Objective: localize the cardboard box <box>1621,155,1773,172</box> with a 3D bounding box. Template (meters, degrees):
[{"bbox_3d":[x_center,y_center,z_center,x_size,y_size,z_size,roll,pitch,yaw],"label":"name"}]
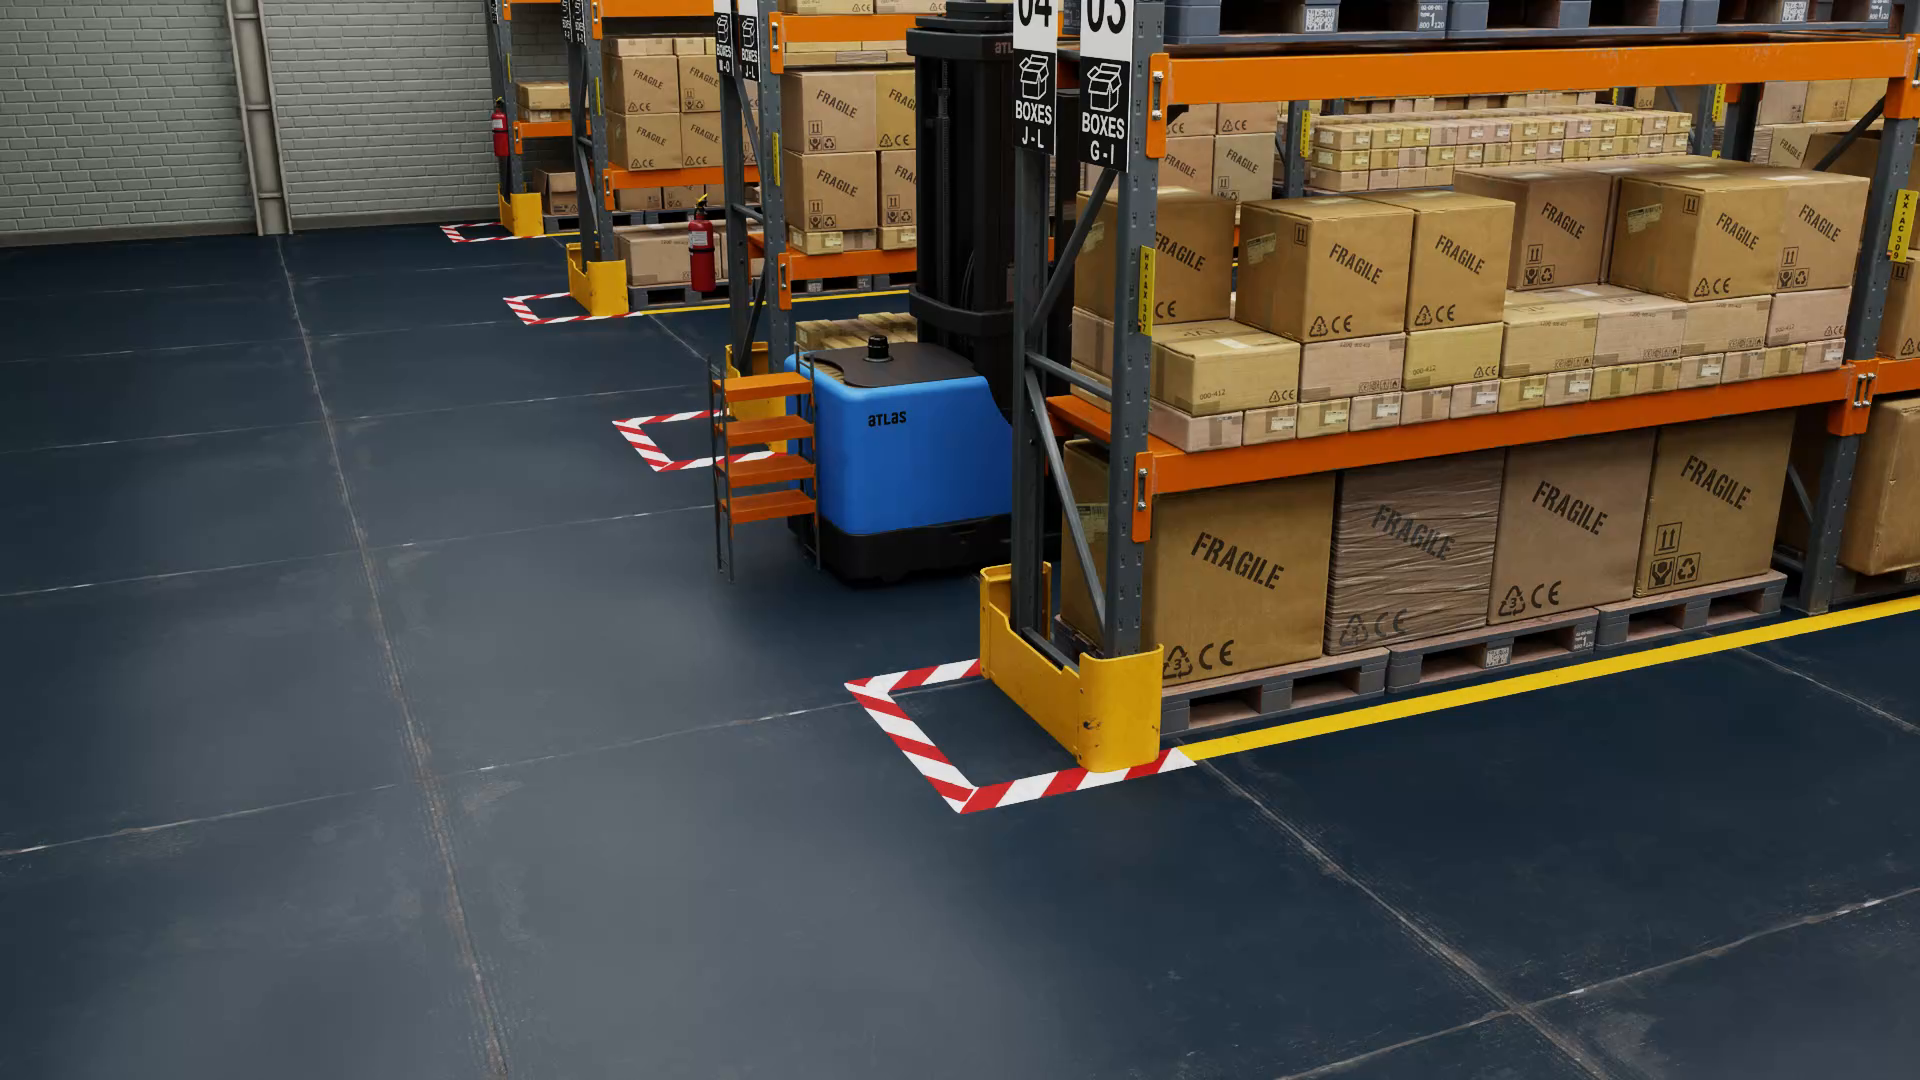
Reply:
[{"bbox_3d":[3.616,-1.621,8.259,0.500,0.500,0.500,-8,21,-22],"label":"cardboard box"}]

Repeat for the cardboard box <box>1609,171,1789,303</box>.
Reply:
[{"bbox_3d":[3.379,-1.400,7.630,0.500,0.500,0.500,-8,21,-21],"label":"cardboard box"}]

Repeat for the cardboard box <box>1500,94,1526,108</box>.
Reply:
[{"bbox_3d":[6.272,-5.055,19.109,0.250,0.149,0.380,-8,21,-22],"label":"cardboard box"}]

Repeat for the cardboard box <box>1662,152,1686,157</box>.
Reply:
[{"bbox_3d":[5.687,-3.110,13.583,0.250,0.149,0.380,-8,21,-21],"label":"cardboard box"}]

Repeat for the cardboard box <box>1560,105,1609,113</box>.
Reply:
[{"bbox_3d":[5.211,-3.557,13.959,0.250,0.149,0.380,-9,21,-23],"label":"cardboard box"}]

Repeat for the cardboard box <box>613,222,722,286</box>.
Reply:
[{"bbox_3d":[-2.875,-2.786,16.143,0.875,0.438,0.875,-9,21,-24],"label":"cardboard box"}]

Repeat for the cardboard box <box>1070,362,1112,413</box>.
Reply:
[{"bbox_3d":[0.681,-0.686,7.331,0.250,0.149,0.380,-8,21,-21],"label":"cardboard box"}]

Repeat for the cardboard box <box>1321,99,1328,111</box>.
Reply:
[{"bbox_3d":[4.112,-4.926,18.741,0.250,0.149,0.380,-7,21,-20],"label":"cardboard box"}]

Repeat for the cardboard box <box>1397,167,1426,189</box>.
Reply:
[{"bbox_3d":[3.312,-2.770,12.619,0.250,0.149,0.380,-8,21,-22],"label":"cardboard box"}]

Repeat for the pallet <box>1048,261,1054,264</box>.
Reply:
[{"bbox_3d":[0.910,-3.014,17.765,1.213,0.211,1.003,-8,21,-22],"label":"pallet"}]

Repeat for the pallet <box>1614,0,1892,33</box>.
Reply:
[{"bbox_3d":[3.402,-2.452,7.586,1.213,0.211,1.003,-8,21,-22],"label":"pallet"}]

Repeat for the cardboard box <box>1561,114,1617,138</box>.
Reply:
[{"bbox_3d":[4.974,-3.288,13.194,0.250,0.149,0.380,-7,21,-20],"label":"cardboard box"}]

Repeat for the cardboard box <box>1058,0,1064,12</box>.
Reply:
[{"bbox_3d":[0.557,-3.712,11.258,0.500,0.250,0.500,-8,21,-22],"label":"cardboard box"}]

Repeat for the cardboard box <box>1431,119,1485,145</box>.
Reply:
[{"bbox_3d":[3.784,-3.118,12.711,0.250,0.149,0.380,-8,21,-22],"label":"cardboard box"}]

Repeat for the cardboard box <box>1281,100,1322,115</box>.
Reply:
[{"bbox_3d":[3.560,-4.755,17.984,0.500,0.250,0.500,-8,21,-22],"label":"cardboard box"}]

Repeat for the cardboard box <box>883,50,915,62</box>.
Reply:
[{"bbox_3d":[-0.561,-4.513,16.168,0.500,0.500,0.500,-8,21,-23],"label":"cardboard box"}]

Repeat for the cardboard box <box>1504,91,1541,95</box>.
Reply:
[{"bbox_3d":[6.313,-5.381,19.056,0.500,0.500,0.500,-7,21,-20],"label":"cardboard box"}]

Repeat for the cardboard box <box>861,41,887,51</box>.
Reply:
[{"bbox_3d":[-0.884,-4.778,15.943,0.250,0.149,0.380,-8,21,-22],"label":"cardboard box"}]

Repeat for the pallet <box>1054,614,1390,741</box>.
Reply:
[{"bbox_3d":[1.187,0.529,7.701,1.213,0.211,1.003,-8,21,-22],"label":"pallet"}]

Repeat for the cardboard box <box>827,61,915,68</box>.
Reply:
[{"bbox_3d":[-0.601,-3.045,11.548,0.500,0.500,0.500,-9,21,-24],"label":"cardboard box"}]

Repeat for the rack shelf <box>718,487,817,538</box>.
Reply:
[{"bbox_3d":[-1.040,-0.152,8.946,0.480,0.148,0.258,-9,21,-24],"label":"rack shelf"}]

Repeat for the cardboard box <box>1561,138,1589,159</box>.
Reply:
[{"bbox_3d":[4.740,-3.115,13.151,0.250,0.149,0.380,-8,21,-22],"label":"cardboard box"}]

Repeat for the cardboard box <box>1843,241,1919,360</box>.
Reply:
[{"bbox_3d":[4.678,-1.215,8.304,0.500,0.500,0.500,-8,21,-22],"label":"cardboard box"}]

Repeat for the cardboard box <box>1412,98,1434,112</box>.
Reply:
[{"bbox_3d":[5.080,-4.876,18.599,0.250,0.149,0.380,-8,21,-22],"label":"cardboard box"}]

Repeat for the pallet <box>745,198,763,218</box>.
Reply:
[{"bbox_3d":[-2.369,-4.313,21.454,1.213,0.211,1.003,-8,21,-22],"label":"pallet"}]

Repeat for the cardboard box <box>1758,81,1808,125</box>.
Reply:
[{"bbox_3d":[6.838,-3.877,14.360,0.500,0.500,0.700,-8,21,-23],"label":"cardboard box"}]

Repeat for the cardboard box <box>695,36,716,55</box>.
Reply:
[{"bbox_3d":[-2.275,-4.561,15.328,0.250,0.149,0.380,-9,21,-24],"label":"cardboard box"}]

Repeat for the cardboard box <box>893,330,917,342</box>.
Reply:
[{"bbox_3d":[-0.284,-1.349,11.601,0.250,0.149,0.380,-8,21,-22],"label":"cardboard box"}]

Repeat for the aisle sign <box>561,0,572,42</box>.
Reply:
[{"bbox_3d":[-3.630,-4.990,15.264,0.004,0.787,0.394,-8,21,-22],"label":"aisle sign"}]

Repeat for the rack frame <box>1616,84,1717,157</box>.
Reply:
[{"bbox_3d":[5.958,-3.235,14.194,0.127,3.000,1.000,-8,21,-22],"label":"rack frame"}]

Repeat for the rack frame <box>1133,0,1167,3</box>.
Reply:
[{"bbox_3d":[0.484,-3.487,5.875,0.127,3.000,1.000,-8,21,-22],"label":"rack frame"}]

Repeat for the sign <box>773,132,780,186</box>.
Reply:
[{"bbox_3d":[-1.173,-2.426,10.591,0.005,0.325,0.100,-8,21,-22],"label":"sign"}]

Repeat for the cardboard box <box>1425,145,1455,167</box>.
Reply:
[{"bbox_3d":[3.542,-2.944,12.664,0.250,0.149,0.380,-9,21,-24],"label":"cardboard box"}]

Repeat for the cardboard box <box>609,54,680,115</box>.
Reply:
[{"bbox_3d":[-2.888,-4.174,15.204,0.500,0.500,0.500,-9,21,-23],"label":"cardboard box"}]

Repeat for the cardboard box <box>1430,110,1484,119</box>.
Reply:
[{"bbox_3d":[4.020,-3.389,13.480,0.250,0.149,0.380,-8,21,-23],"label":"cardboard box"}]

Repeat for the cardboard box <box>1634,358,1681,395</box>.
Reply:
[{"bbox_3d":[3.062,-0.789,7.625,0.250,0.149,0.380,-8,21,-21],"label":"cardboard box"}]

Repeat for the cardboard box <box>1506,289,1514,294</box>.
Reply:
[{"bbox_3d":[2.234,-1.074,7.835,0.500,0.250,0.500,-8,21,-22],"label":"cardboard box"}]

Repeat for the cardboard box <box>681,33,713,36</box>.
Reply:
[{"bbox_3d":[-2.516,-4.733,15.815,0.250,0.149,0.380,-8,21,-21],"label":"cardboard box"}]

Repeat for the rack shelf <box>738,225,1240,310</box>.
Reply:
[{"bbox_3d":[0.449,-2.106,12.071,4.000,0.370,1.077,-8,21,-22],"label":"rack shelf"}]

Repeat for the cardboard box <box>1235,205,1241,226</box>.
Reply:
[{"bbox_3d":[1.922,-2.414,12.241,0.250,0.149,0.380,-9,21,-23],"label":"cardboard box"}]

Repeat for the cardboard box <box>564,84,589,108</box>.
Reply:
[{"bbox_3d":[-4.425,-5.306,19.852,0.500,0.250,0.500,-8,21,-21],"label":"cardboard box"}]

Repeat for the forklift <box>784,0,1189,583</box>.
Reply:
[{"bbox_3d":[0.568,-1.472,9.290,3.031,2.935,1.130,-9,21,-24],"label":"forklift"}]

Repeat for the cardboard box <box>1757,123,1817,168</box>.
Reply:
[{"bbox_3d":[6.943,-3.327,14.303,0.500,0.500,0.500,-8,21,-22],"label":"cardboard box"}]

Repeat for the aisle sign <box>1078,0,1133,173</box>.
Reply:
[{"bbox_3d":[0.537,-1.782,6.153,0.004,0.787,0.394,-8,21,-22],"label":"aisle sign"}]

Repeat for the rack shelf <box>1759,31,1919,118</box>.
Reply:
[{"bbox_3d":[5.993,-2.522,8.734,4.000,0.370,1.077,-8,21,-22],"label":"rack shelf"}]

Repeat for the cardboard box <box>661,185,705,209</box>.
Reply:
[{"bbox_3d":[-3.486,-4.402,20.640,0.500,0.500,0.500,-8,21,-21],"label":"cardboard box"}]

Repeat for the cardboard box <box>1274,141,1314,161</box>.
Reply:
[{"bbox_3d":[2.572,-3.041,12.941,0.250,0.149,0.380,-7,21,-20],"label":"cardboard box"}]

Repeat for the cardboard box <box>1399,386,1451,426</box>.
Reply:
[{"bbox_3d":[1.884,-0.620,7.145,0.250,0.149,0.380,-9,21,-23],"label":"cardboard box"}]

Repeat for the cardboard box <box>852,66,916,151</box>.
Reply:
[{"bbox_3d":[-0.410,-2.888,11.104,0.500,0.500,0.500,-8,21,-20],"label":"cardboard box"}]

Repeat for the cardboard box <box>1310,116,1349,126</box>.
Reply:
[{"bbox_3d":[2.823,-3.217,12.992,0.250,0.149,0.380,-9,21,-24],"label":"cardboard box"}]

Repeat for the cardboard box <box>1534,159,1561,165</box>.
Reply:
[{"bbox_3d":[4.507,-2.943,13.109,0.250,0.149,0.380,-7,21,-20],"label":"cardboard box"}]

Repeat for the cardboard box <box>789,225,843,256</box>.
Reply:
[{"bbox_3d":[-0.960,-2.007,11.084,0.250,0.149,0.380,-8,21,-22],"label":"cardboard box"}]

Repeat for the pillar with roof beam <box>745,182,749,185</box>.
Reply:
[{"bbox_3d":[-1.029,-7.419,17.042,0.400,9.000,9.100,-8,21,-22],"label":"pillar with roof beam"}]

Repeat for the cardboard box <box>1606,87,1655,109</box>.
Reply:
[{"bbox_3d":[8.092,-5.418,19.794,0.500,0.500,0.500,-8,21,-22],"label":"cardboard box"}]

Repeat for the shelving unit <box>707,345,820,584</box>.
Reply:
[{"bbox_3d":[-1.040,-0.402,8.858,0.503,1.200,0.258,-9,21,-24],"label":"shelving unit"}]

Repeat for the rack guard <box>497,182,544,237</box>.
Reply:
[{"bbox_3d":[-5.341,-4.023,20.195,0.348,0.500,1.175,-8,21,-22],"label":"rack guard"}]

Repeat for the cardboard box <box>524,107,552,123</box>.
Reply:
[{"bbox_3d":[-5.000,-5.033,19.679,0.250,0.149,0.380,-8,21,-22],"label":"cardboard box"}]

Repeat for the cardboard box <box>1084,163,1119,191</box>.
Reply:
[{"bbox_3d":[1.018,-2.614,11.830,0.500,0.500,0.500,-8,21,-22],"label":"cardboard box"}]

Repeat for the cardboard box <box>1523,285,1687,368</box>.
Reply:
[{"bbox_3d":[2.913,-0.979,7.563,0.500,0.250,0.500,-8,21,-21],"label":"cardboard box"}]
